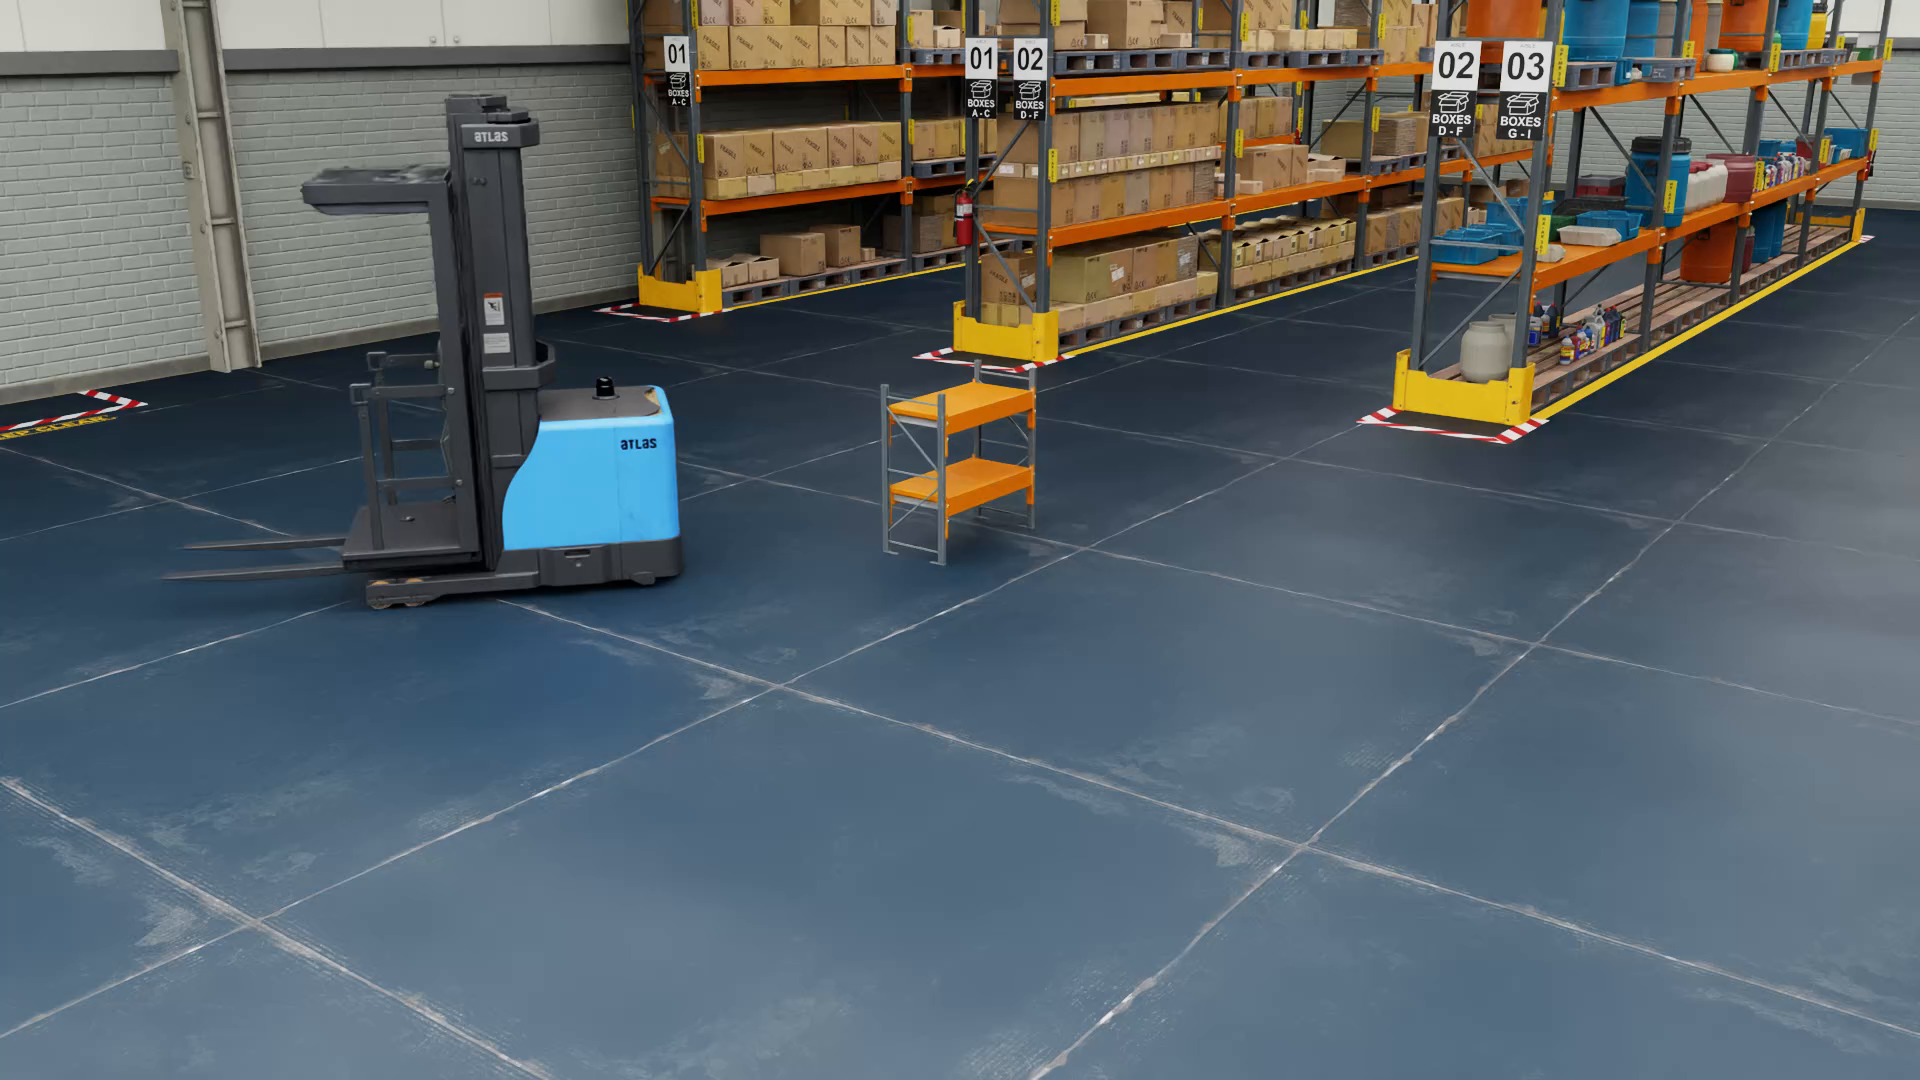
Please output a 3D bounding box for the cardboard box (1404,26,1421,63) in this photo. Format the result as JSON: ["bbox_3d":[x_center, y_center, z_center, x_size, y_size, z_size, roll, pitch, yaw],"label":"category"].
[{"bbox_3d":[6.105,-7.154,23.996,0.910,0.500,0.500,12,21,35],"label":"cardboard box"}]

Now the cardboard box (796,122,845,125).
[{"bbox_3d":[-1.865,-5.339,22.332,0.500,0.500,0.500,12,21,34],"label":"cardboard box"}]

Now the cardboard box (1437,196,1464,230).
[{"bbox_3d":[7.577,-5.119,26.144,0.500,0.500,0.500,12,21,34],"label":"cardboard box"}]

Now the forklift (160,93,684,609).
[{"bbox_3d":[-3.299,-1.159,10.035,3.031,2.935,1.130,-4,18,-13],"label":"forklift"}]

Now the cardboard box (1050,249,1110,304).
[{"bbox_3d":[1.286,-2.866,18.080,0.500,0.500,0.500,12,21,35],"label":"cardboard box"}]

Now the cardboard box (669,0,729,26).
[{"bbox_3d":[-3.065,-6.304,19.539,0.500,0.500,0.500,11,20,31],"label":"cardboard box"}]

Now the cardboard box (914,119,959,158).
[{"bbox_3d":[-0.437,-5.745,23.775,0.700,0.500,0.500,15,23,40],"label":"cardboard box"}]

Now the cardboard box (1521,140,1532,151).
[{"bbox_3d":[9.368,-6.875,28.155,0.500,0.500,0.500,13,21,35],"label":"cardboard box"}]

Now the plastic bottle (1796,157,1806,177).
[{"bbox_3d":[11.642,-5.185,23.091,0.152,0.276,0.135,12,21,35],"label":"plastic bottle"}]

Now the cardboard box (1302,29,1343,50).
[{"bbox_3d":[4.735,-6.634,22.035,0.500,0.250,0.500,13,22,36],"label":"cardboard box"}]

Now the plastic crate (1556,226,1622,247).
[{"bbox_3d":[6.086,-2.932,16.072,0.530,0.136,0.437,12,21,35],"label":"plastic crate"}]

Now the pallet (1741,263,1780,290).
[{"bbox_3d":[10.397,-3.595,22.464,1.003,0.211,1.213,12,21,35],"label":"pallet"}]

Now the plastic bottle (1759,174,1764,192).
[{"bbox_3d":[10.143,-4.566,21.087,0.061,0.283,0.133,12,21,35],"label":"plastic bottle"}]

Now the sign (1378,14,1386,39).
[{"bbox_3d":[5.699,-6.936,22.457,0.100,0.325,0.005,12,21,35],"label":"sign"}]

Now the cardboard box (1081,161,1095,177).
[{"bbox_3d":[1.203,-3.948,17.638,0.380,0.149,0.250,13,21,35],"label":"cardboard box"}]

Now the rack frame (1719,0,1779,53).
[{"bbox_3d":[9.234,-7.307,19.601,1.000,3.000,0.127,12,21,35],"label":"rack frame"}]

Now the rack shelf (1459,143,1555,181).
[{"bbox_3d":[8.833,-6.404,28.021,1.077,0.370,4.000,12,21,35],"label":"rack shelf"}]

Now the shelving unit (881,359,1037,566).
[{"bbox_3d":[0.004,-0.539,11.082,0.538,1.125,1.048,12,21,35],"label":"shelving unit"}]

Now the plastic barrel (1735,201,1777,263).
[{"bbox_3d":[10.857,-4.298,22.857,0.600,0.901,0.708,12,21,35],"label":"plastic barrel"}]

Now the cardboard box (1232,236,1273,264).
[{"bbox_3d":[3.623,-3.694,21.063,0.500,0.311,0.500,12,21,34],"label":"cardboard box"}]

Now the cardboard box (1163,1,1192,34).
[{"bbox_3d":[2.363,-6.040,19.465,0.500,0.500,0.500,15,22,39],"label":"cardboard box"}]

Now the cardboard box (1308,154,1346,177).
[{"bbox_3d":[5.006,-5.197,23.071,0.500,0.311,0.500,14,22,38],"label":"cardboard box"}]

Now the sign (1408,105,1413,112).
[{"bbox_3d":[7.201,-6.779,26.554,0.100,0.325,0.005,12,21,35],"label":"sign"}]

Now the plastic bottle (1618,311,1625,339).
[{"bbox_3d":[6.829,-2.229,17.204,0.061,0.283,0.133,14,22,37],"label":"plastic bottle"}]

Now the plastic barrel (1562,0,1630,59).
[{"bbox_3d":[6.171,-5.144,16.139,0.600,0.901,0.708,12,21,35],"label":"plastic barrel"}]

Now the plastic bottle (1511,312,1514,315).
[{"bbox_3d":[5.560,-2.125,16.754,0.144,0.351,0.185,13,22,37],"label":"plastic bottle"}]

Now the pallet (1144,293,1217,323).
[{"bbox_3d":[2.367,-2.852,20.072,1.003,0.211,1.213,12,21,35],"label":"pallet"}]

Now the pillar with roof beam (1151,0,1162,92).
[{"bbox_3d":[6.840,-9.569,26.886,9.100,9.000,0.400,12,21,35],"label":"pillar with roof beam"}]

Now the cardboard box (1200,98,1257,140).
[{"bbox_3d":[4.862,-7.763,30.679,0.980,0.700,0.700,11,20,32],"label":"cardboard box"}]

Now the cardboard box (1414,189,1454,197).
[{"bbox_3d":[7.753,-5.473,27.284,0.500,0.500,0.500,12,21,35],"label":"cardboard box"}]

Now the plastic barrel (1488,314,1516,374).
[{"bbox_3d":[5.096,-1.839,15.594,0.421,0.512,0.421,0,17,0],"label":"plastic barrel"}]

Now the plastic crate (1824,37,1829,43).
[{"bbox_3d":[12.869,-7.435,25.175,0.504,0.338,0.767,12,21,35],"label":"plastic crate"}]

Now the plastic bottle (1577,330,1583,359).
[{"bbox_3d":[6.002,-1.902,16.170,0.097,0.271,0.097,0,17,0],"label":"plastic bottle"}]

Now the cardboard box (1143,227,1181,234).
[{"bbox_3d":[2.347,-3.556,20.301,0.500,0.500,0.500,12,21,35],"label":"cardboard box"}]

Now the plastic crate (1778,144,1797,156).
[{"bbox_3d":[12.626,-5.911,25.400,0.416,0.233,0.300,12,21,35],"label":"plastic crate"}]

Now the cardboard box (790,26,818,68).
[{"bbox_3d":[-2.132,-6.190,20.859,0.500,0.500,0.500,14,22,38],"label":"cardboard box"}]

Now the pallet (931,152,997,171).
[{"bbox_3d":[0.131,-5.622,24.615,1.003,0.211,1.213,12,21,35],"label":"pallet"}]

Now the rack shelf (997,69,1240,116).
[{"bbox_3d":[1.683,-4.978,18.372,1.077,0.370,4.000,12,21,35],"label":"rack shelf"}]

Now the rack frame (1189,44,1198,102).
[{"bbox_3d":[3.661,-7.146,29.196,1.000,3.000,0.127,12,21,35],"label":"rack frame"}]

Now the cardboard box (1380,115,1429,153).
[{"bbox_3d":[6.638,-6.088,24.913,0.700,0.500,0.500,7,19,21],"label":"cardboard box"}]

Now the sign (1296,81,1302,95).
[{"bbox_3d":[6.472,-8.665,31.737,0.100,0.325,0.005,12,21,35],"label":"sign"}]

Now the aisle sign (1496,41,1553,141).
[{"bbox_3d":[4.659,-3.709,13.747,0.394,0.787,0.004,12,21,35],"label":"aisle sign"}]

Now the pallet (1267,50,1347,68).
[{"bbox_3d":[4.261,-6.216,21.464,1.003,0.211,1.213,14,22,37],"label":"pallet"}]

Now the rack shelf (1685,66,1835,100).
[{"bbox_3d":[10.425,-6.007,21.686,1.077,0.370,4.000,12,21,35],"label":"rack shelf"}]

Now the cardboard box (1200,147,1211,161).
[{"bbox_3d":[2.736,-4.562,19.614,0.380,0.149,0.250,12,21,34],"label":"cardboard box"}]

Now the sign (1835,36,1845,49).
[{"bbox_3d":[12.058,-6.734,22.798,0.100,0.325,0.005,12,21,35],"label":"sign"}]

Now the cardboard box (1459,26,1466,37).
[{"bbox_3d":[8.131,-7.943,26.115,0.500,0.250,0.500,12,21,35],"label":"cardboard box"}]

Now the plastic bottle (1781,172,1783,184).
[{"bbox_3d":[10.858,-4.822,22.049,0.097,0.201,0.097,0,17,0],"label":"plastic bottle"}]

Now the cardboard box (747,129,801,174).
[{"bbox_3d":[-2.348,-4.882,20.861,0.500,0.500,0.500,12,21,33],"label":"cardboard box"}]

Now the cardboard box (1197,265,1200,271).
[{"bbox_3d":[2.889,-3.403,21.073,0.500,0.250,0.500,12,21,34],"label":"cardboard box"}]

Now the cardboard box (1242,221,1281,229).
[{"bbox_3d":[4.098,-4.153,22.542,0.500,0.311,0.500,12,21,33],"label":"cardboard box"}]

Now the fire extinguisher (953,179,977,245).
[{"bbox_3d":[0.048,-3.430,17.361,0.296,0.674,0.183,12,21,35],"label":"fire extinguisher"}]
